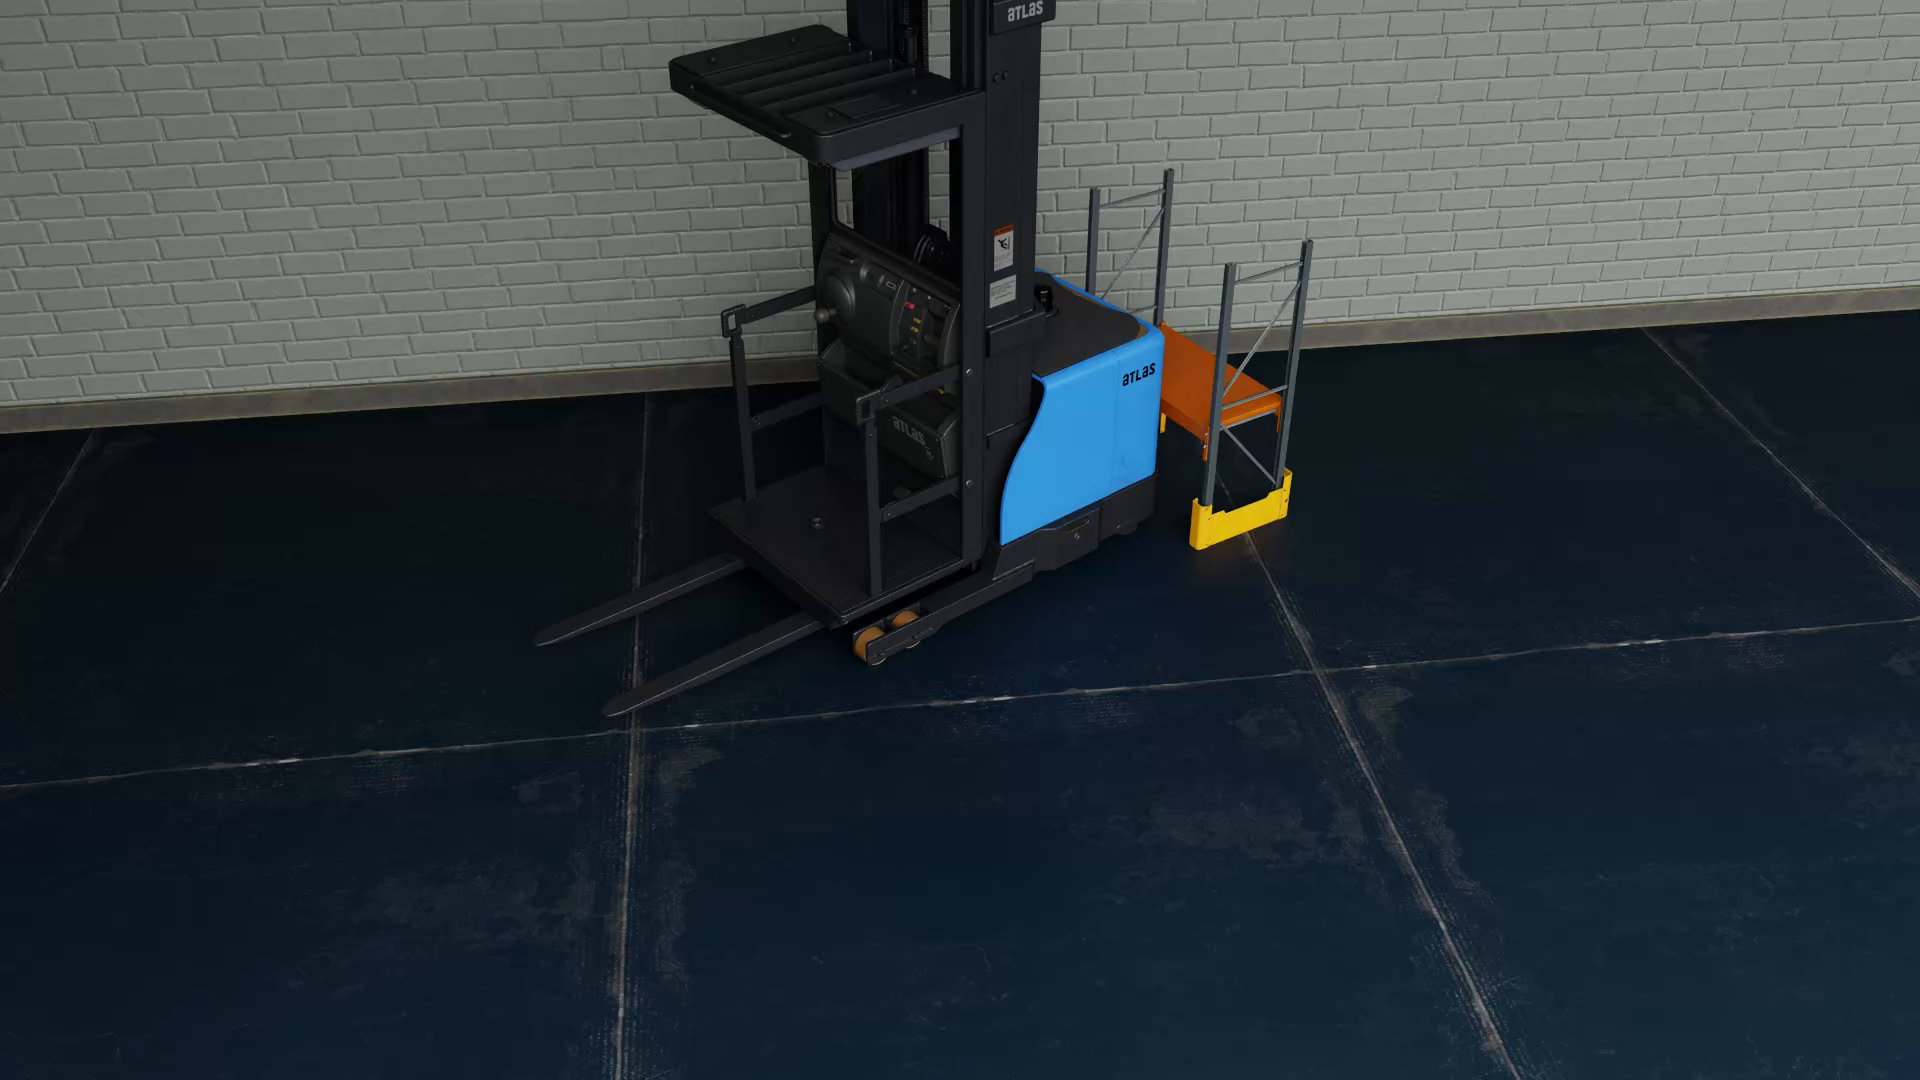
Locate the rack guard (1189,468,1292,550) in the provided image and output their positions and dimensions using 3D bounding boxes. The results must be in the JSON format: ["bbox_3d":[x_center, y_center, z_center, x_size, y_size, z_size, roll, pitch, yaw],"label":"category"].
[{"bbox_3d":[1.395,-0.159,8.262,0.587,0.250,0.087,-20,39,-26],"label":"rack guard"}]

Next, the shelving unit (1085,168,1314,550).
[{"bbox_3d":[1.128,-0.912,8.257,0.587,1.500,1.083,-20,39,-26],"label":"shelving unit"}]

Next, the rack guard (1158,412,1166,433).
[{"bbox_3d":[0.862,-0.633,8.957,0.587,0.250,0.087,-20,39,-26],"label":"rack guard"}]

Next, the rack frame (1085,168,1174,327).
[{"bbox_3d":[0.851,-1.159,8.618,0.500,1.500,0.032,-20,39,-26],"label":"rack frame"}]

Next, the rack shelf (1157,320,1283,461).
[{"bbox_3d":[1.123,-0.768,8.365,0.538,0.185,1.000,-20,39,-26],"label":"rack shelf"}]

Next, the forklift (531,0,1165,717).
[{"bbox_3d":[-0.482,-0.989,7.099,3.031,2.935,1.130,-25,41,-32],"label":"forklift"}]

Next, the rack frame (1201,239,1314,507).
[{"bbox_3d":[1.396,-0.675,7.909,0.500,1.500,0.032,-20,39,-26],"label":"rack frame"}]
